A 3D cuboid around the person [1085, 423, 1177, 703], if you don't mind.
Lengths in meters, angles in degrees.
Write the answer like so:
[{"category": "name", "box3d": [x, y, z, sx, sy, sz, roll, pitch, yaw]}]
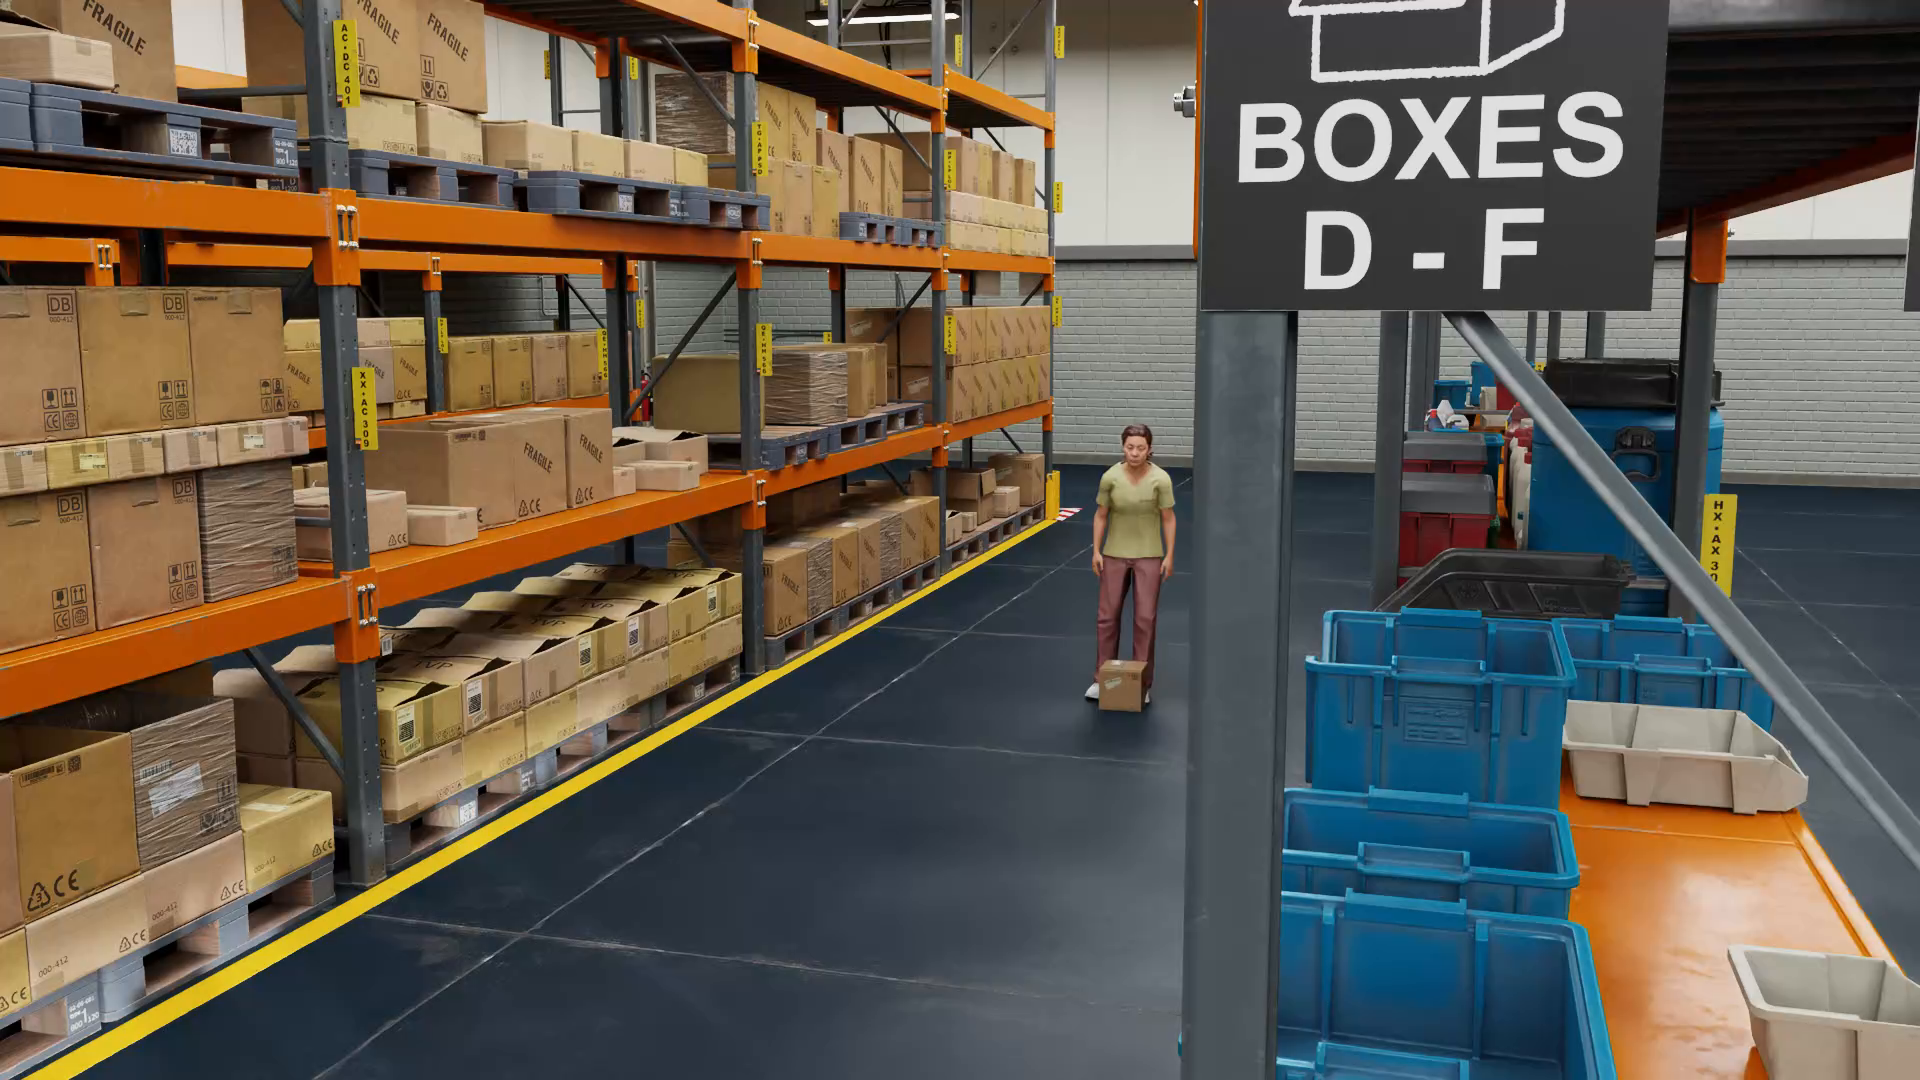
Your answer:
[{"category": "person", "box3d": [1.030, 0.130, 9.968, 0.518, 1.671, 0.417, 2, 9, 13]}]
